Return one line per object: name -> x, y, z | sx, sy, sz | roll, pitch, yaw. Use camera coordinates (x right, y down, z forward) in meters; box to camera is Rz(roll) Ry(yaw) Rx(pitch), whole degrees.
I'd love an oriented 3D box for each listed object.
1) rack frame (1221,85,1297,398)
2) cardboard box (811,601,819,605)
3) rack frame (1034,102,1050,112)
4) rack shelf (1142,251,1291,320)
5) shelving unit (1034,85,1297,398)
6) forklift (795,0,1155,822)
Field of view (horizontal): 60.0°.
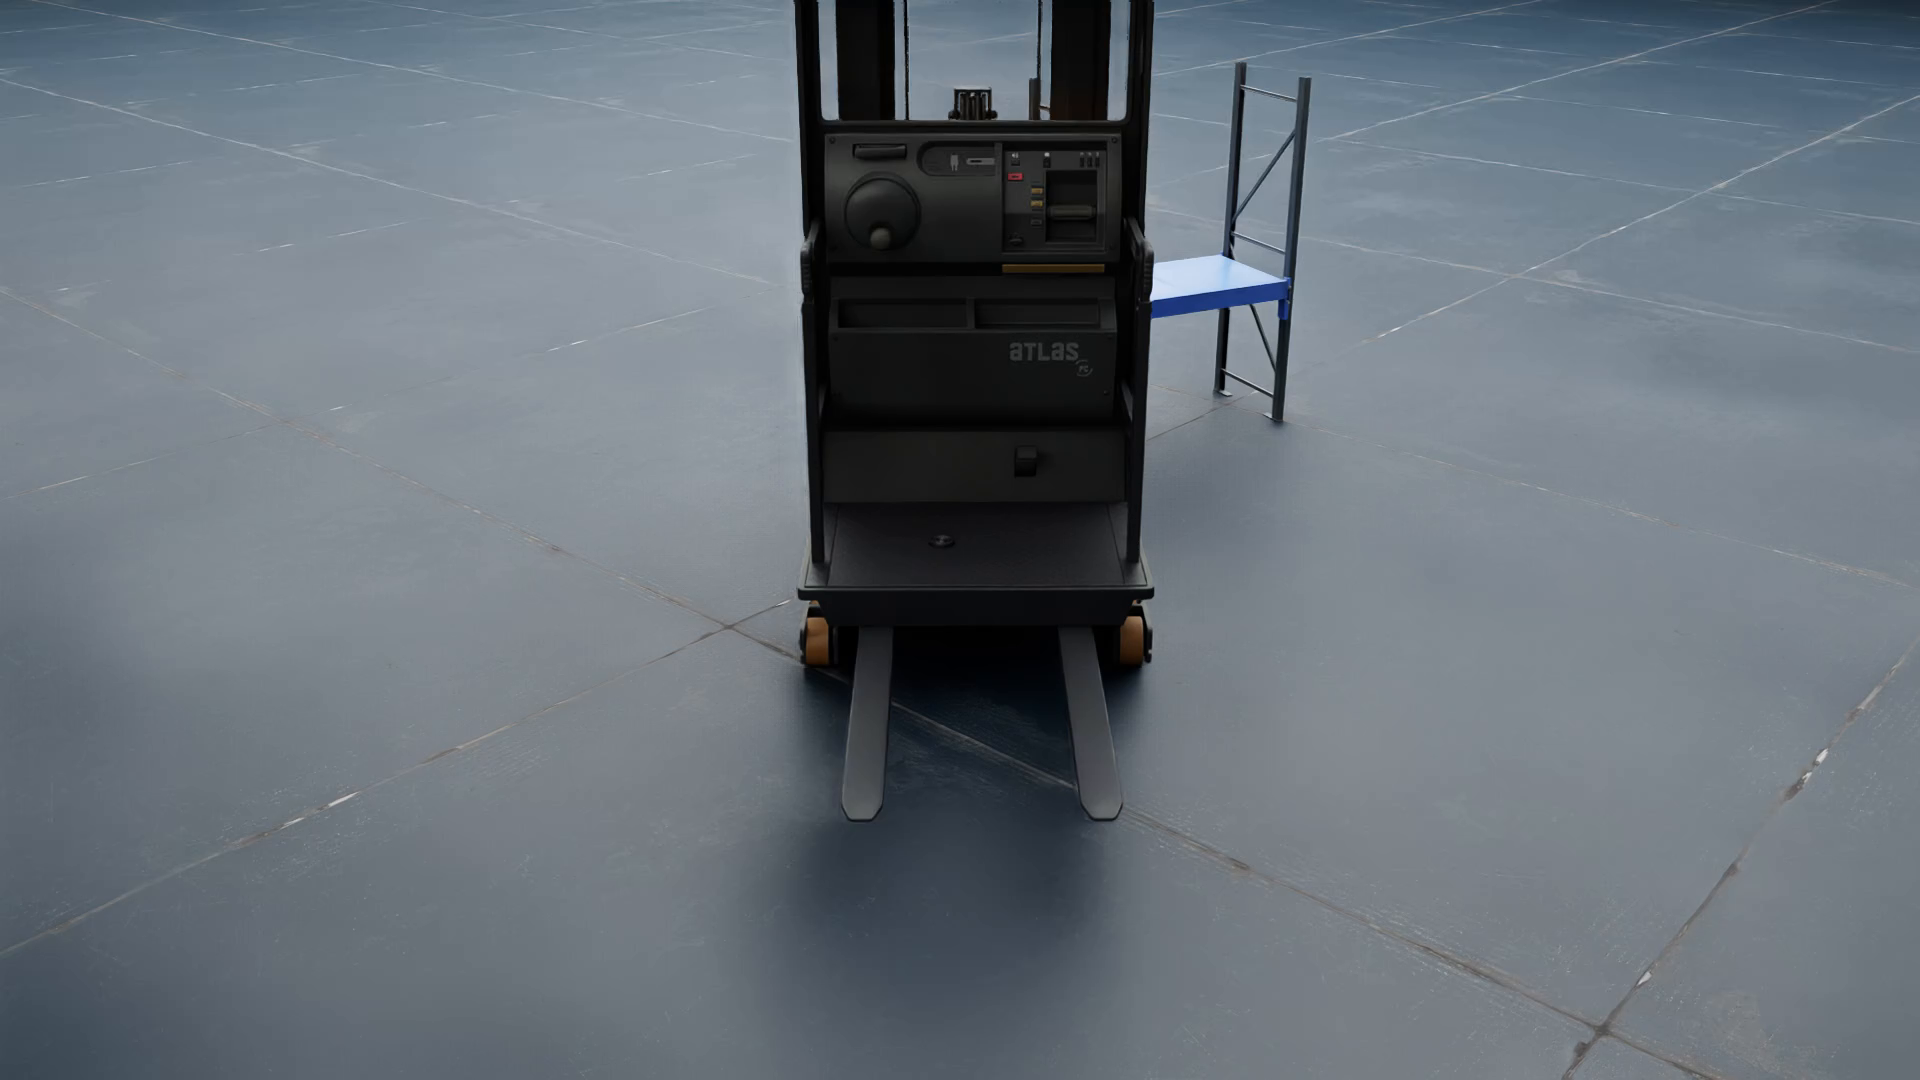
rack frame -> 1.317, -1.302, 7.320 | 0.013, 1.308, 0.475 | -11, 27, -24
cardboard box -> -0.453, 0.247, 5.507 | 0.197, 0.156, 0.200 | 19, 31, 37
rack frame -> 0.403, -1.120, 6.914 | 0.013, 1.308, 0.475 | -11, 27, -24
rack shelf -> 0.861, -1.046, 7.189 | 1.000, 0.185, 0.538 | -11, 27, -24
shelving unit -> 0.861, -1.210, 7.116 | 1.030, 1.308, 0.538 | -11, 27, -24
forklift -> 0.041, -1.056, 5.022 | 1.121, 2.935, 3.031 | 0, 24, 0
